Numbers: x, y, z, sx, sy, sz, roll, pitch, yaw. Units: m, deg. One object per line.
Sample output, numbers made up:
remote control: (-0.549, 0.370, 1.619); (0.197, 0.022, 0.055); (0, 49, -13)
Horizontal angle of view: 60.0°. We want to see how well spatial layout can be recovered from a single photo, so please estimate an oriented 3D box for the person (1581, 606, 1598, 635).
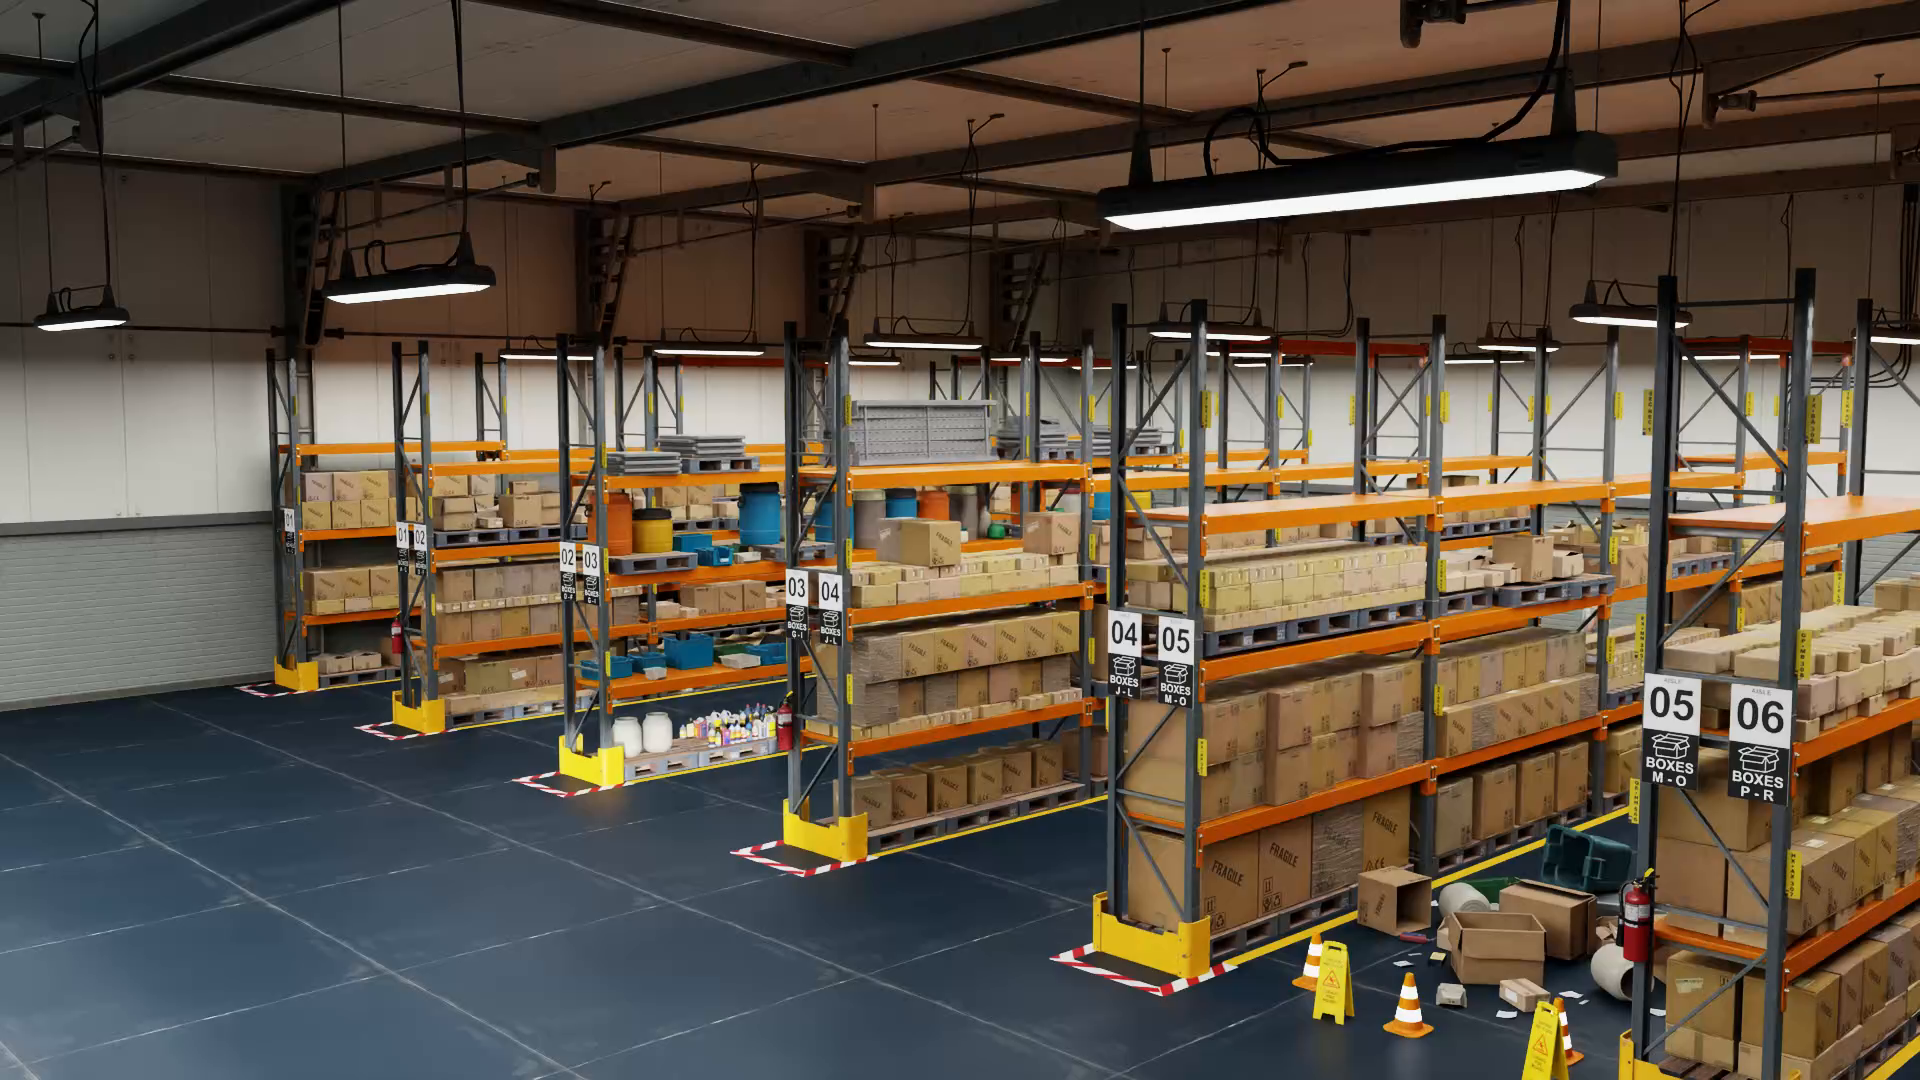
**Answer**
person: (11.935, 1.572, 31.378); (1.061, 1.714, 0.565); (-1, 5, -9)
